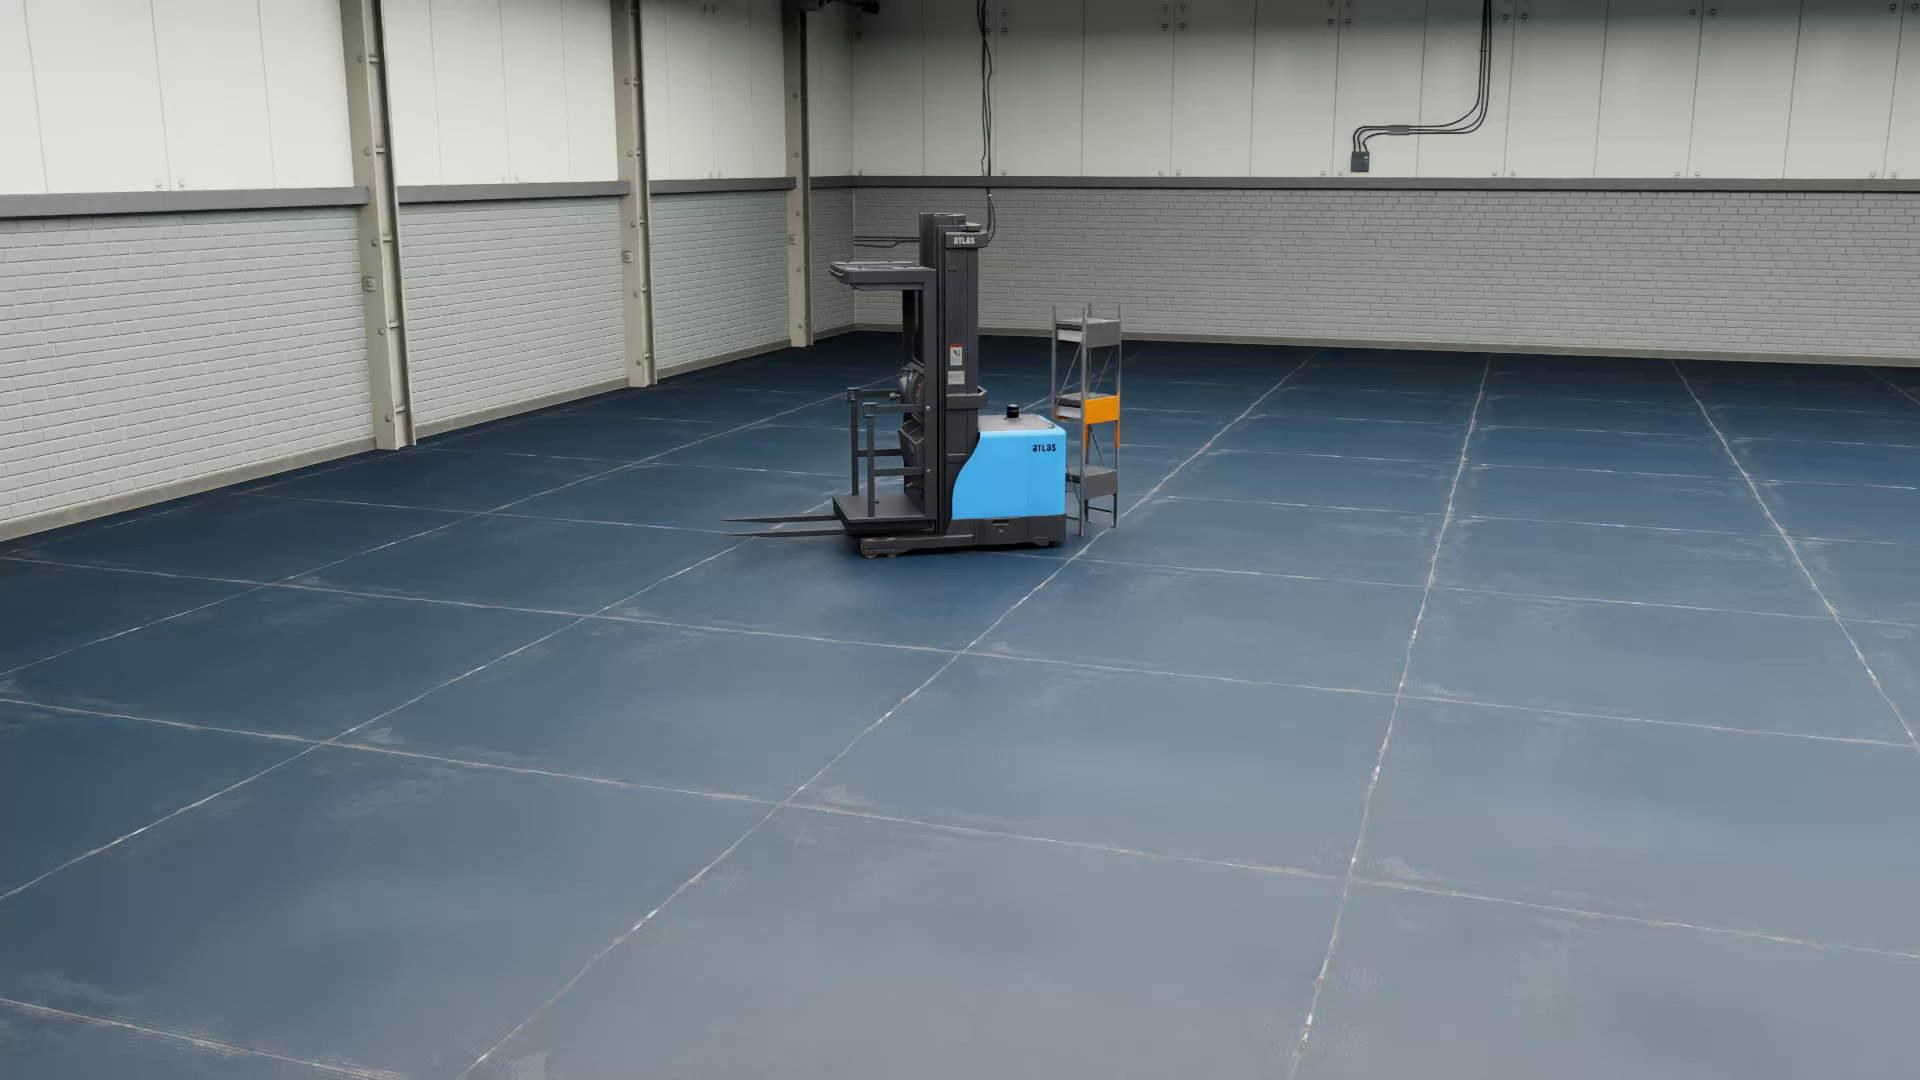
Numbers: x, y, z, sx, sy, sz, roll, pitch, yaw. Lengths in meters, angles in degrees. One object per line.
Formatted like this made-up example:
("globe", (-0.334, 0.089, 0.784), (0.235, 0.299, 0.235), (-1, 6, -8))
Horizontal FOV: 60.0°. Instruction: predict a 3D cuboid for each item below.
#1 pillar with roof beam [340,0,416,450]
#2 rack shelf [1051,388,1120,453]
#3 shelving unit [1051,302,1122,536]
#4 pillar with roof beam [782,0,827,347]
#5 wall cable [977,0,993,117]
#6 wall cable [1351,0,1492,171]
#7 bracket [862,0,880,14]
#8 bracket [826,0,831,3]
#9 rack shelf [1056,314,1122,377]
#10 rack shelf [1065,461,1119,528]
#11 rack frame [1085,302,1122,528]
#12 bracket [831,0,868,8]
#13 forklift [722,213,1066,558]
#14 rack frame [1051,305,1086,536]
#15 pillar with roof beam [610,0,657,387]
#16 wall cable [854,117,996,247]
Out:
("pillar with roof beam", (-2.791, -5.213, 17.867), (9.100, 9.000, 0.400), (4, 14, 18))
("rack shelf", (1.168, -1.117, 15.484), (0.480, 0.518, 0.431), (-12, 18, -43))
("shelving unit", (1.168, -1.130, 15.481), (0.503, 2.100, 0.431), (-12, 18, -43))
("pillar with roof beam", (1.092, -7.740, 28.937), (9.100, 9.000, 0.548), (4, 14, 18))
("wall cable", (1.782, -9.328, 31.525), (3.097, 2.526, 0.112), (4, 14, 18))
("wall cable", (8.200, -9.546, 29.207), (2.305, 6.003, 0.169), (4, 14, 18))
("bracket", (-1.745, -10.365, 32.351), (0.235, 0.232, 0.430), (4, 14, 18))
("bracket", (-2.512, -9.866, 30.165), (0.235, 0.232, 0.430), (4, 14, 18))
("rack shelf", (1.167, -1.800, 15.329), (0.480, 0.518, 0.431), (-12, 18, -43))
("rack shelf", (1.170, -0.434, 15.639), (0.480, 0.518, 0.431), (-12, 18, -43))
("rack frame", (1.343, -1.168, 15.646), (0.015, 2.100, 0.400), (-12, 18, -43))
("bracket", (-1.936, -10.241, 31.806), (0.076, 0.066, 3.189), (4, 14, 18))
("forklift", (-0.615, -1.401, 14.800), (3.031, 2.935, 1.130), (-3, 13, -11))
("rack frame", (0.993, -1.092, 15.315), (0.015, 2.100, 0.400), (-12, 18, -43))
("pillar with roof beam", (-0.850, -6.476, 23.402), (9.100, 9.000, 0.400), (4, 14, 18))
("wall cable", (-0.777, -7.061, 32.941), (3.097, 2.526, 0.112), (4, 14, 18))
